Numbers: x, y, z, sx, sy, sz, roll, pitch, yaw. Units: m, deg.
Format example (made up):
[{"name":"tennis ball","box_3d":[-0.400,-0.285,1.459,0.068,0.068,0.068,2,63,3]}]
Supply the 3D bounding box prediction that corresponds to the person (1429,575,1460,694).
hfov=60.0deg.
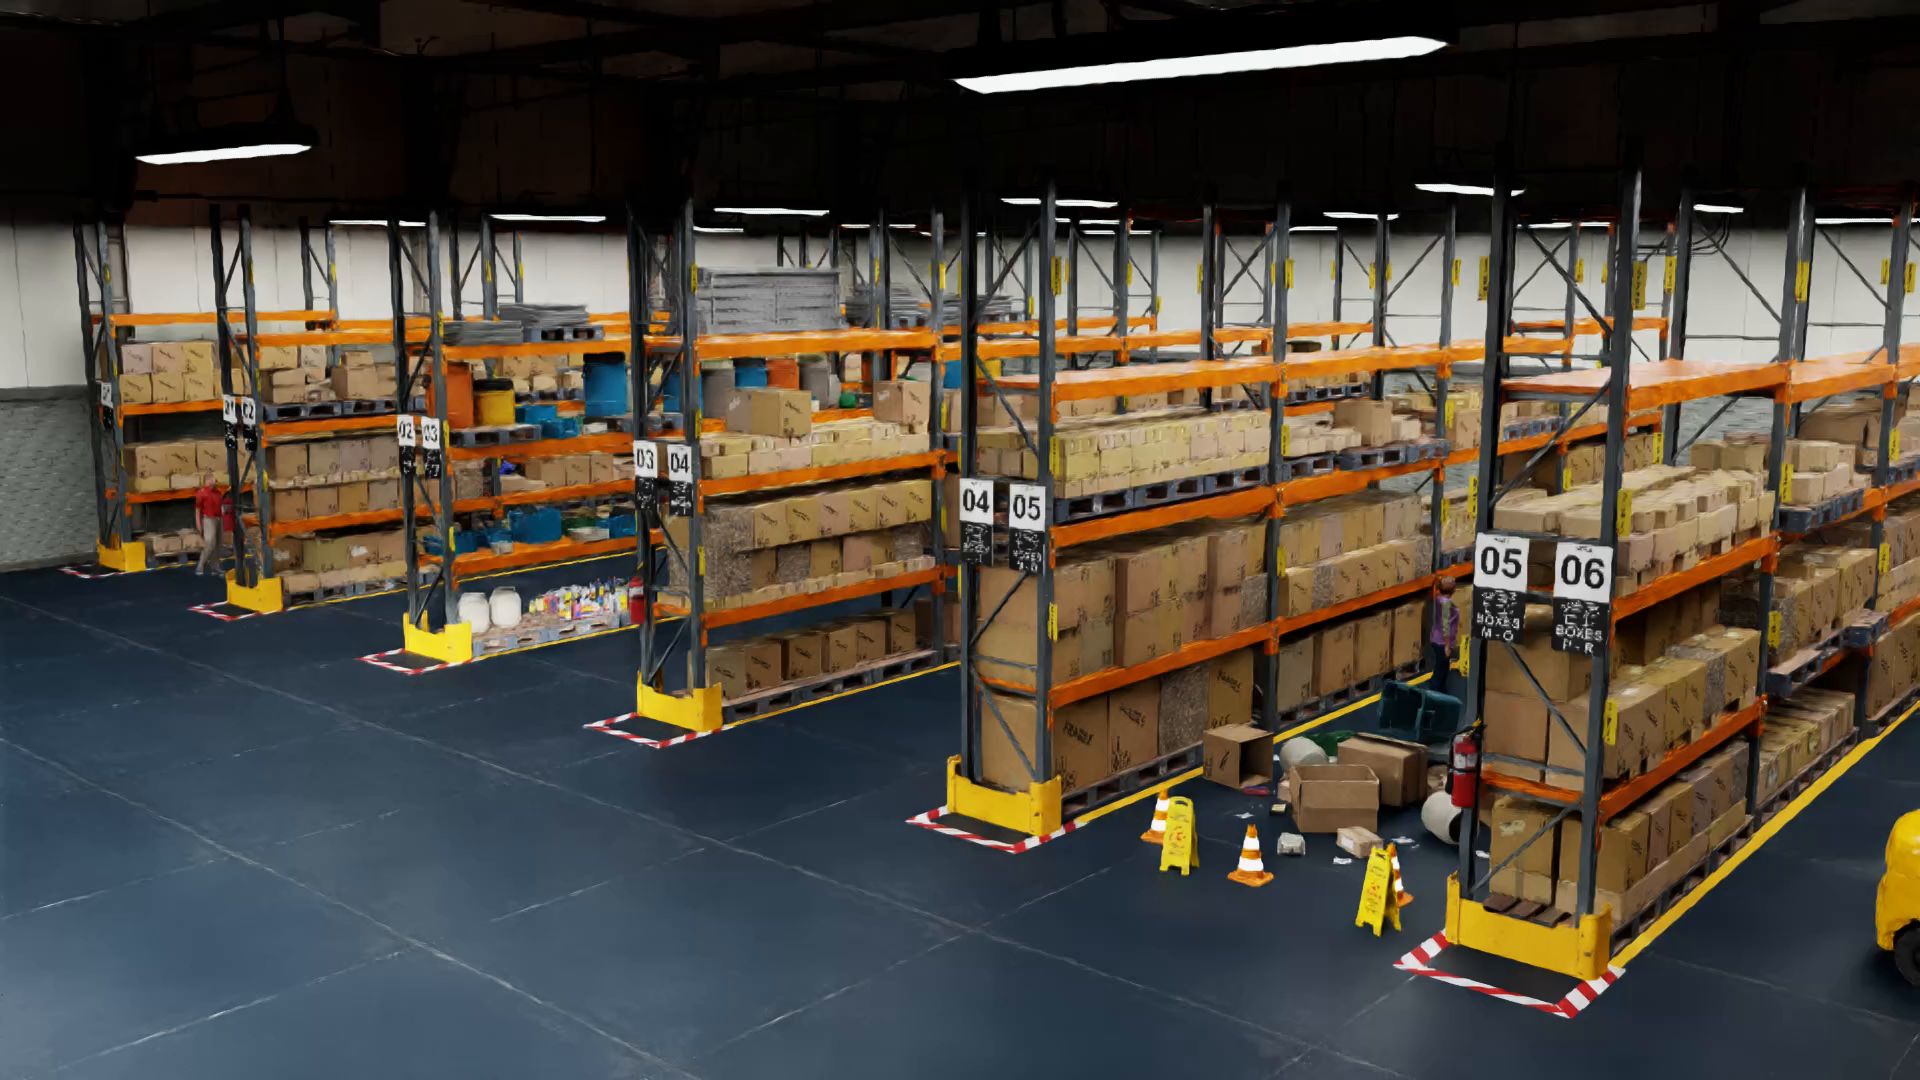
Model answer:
[{"name":"person","box_3d":[5.614,1.195,19.211,0.406,1.600,0.468,2,10,10]}]

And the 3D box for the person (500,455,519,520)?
[{"name":"person","box_3d":[-8.816,-0.969,32.210,0.443,1.568,0.996,6,11,32]}]

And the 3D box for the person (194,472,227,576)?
[{"name":"person","box_3d":[-12.460,-0.262,27.626,0.459,1.725,0.578,3,10,16]}]
